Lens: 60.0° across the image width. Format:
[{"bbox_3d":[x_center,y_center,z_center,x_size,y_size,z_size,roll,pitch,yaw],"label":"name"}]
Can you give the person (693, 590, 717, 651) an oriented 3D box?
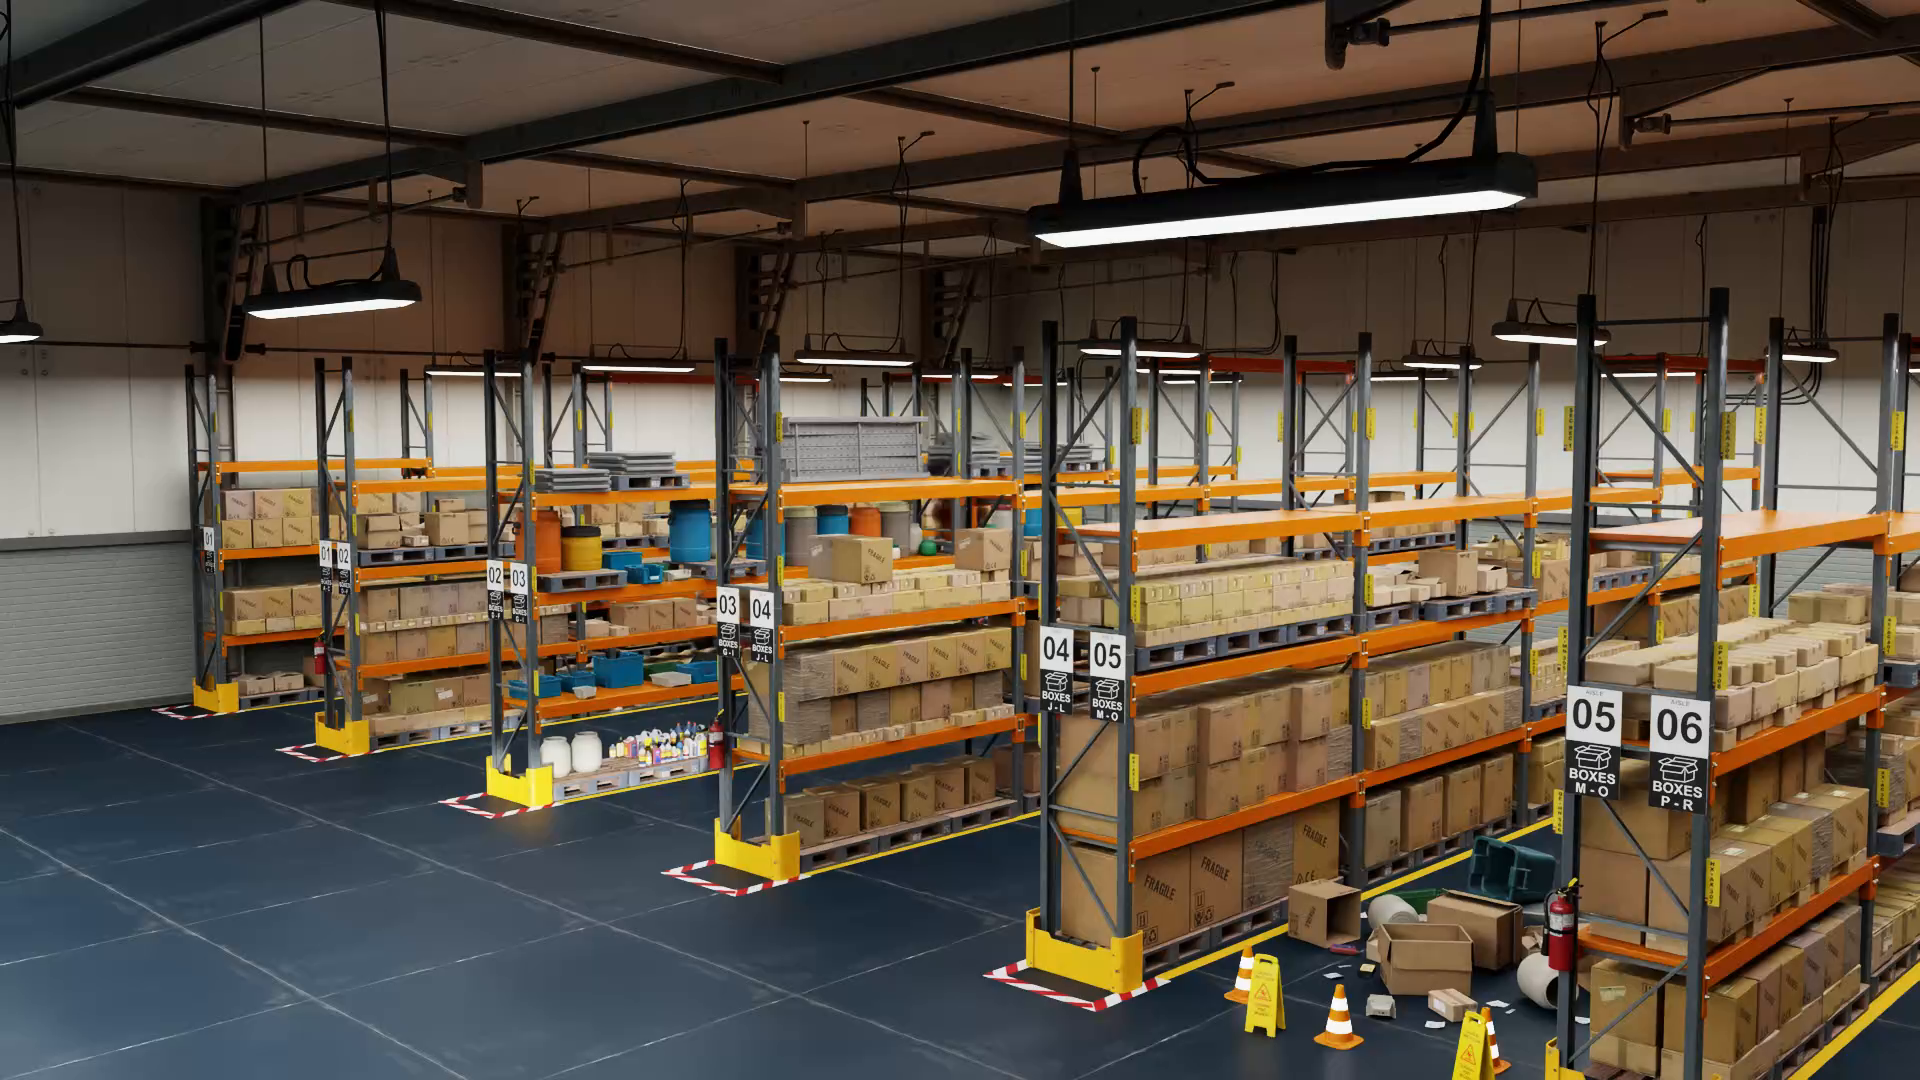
[{"bbox_3d":[-5.053,1.776,32.620,0.522,1.779,0.598,1,5,17],"label":"person"}]
